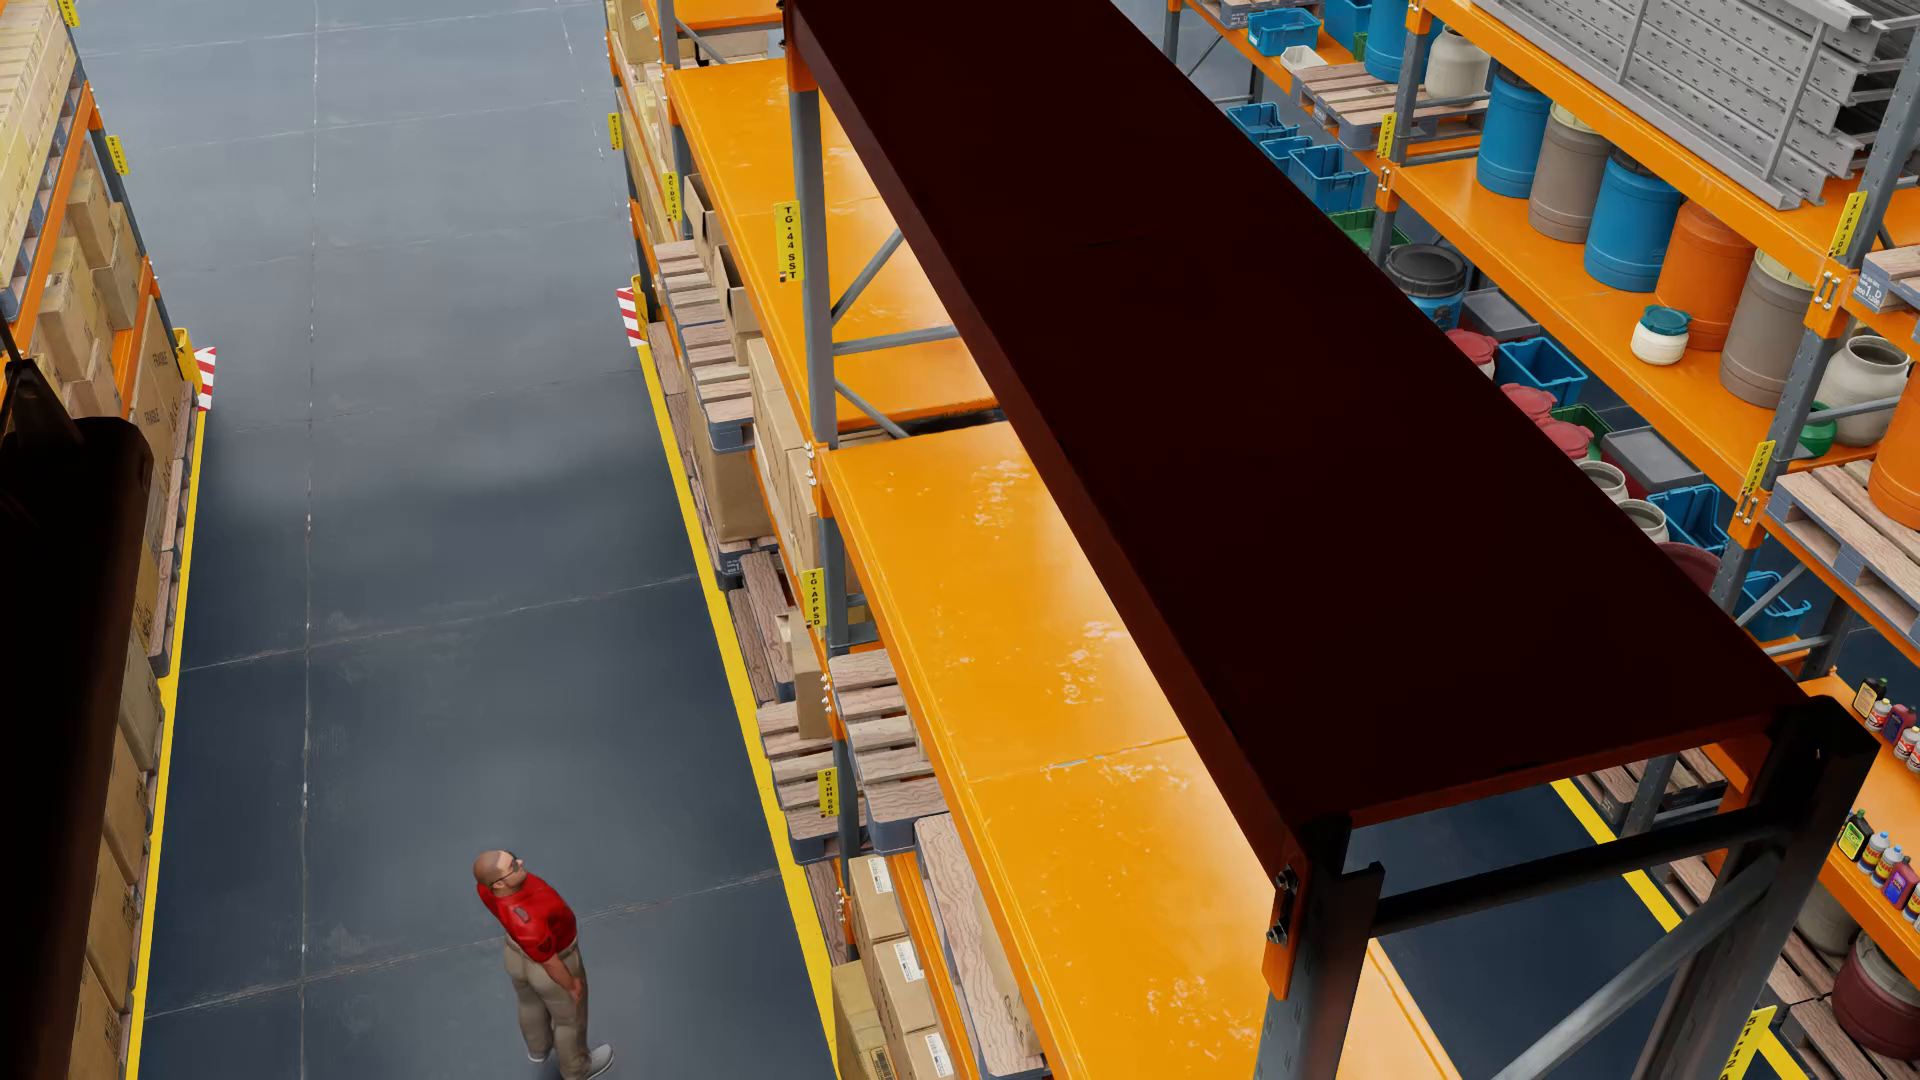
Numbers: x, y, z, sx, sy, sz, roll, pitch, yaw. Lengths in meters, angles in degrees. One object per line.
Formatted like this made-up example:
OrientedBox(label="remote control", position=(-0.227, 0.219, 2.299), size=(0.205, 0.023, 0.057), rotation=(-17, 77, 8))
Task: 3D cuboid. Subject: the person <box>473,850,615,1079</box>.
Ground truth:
OrientedBox(label="person", position=(-2.120, 2.141, 8.473), size=(0.550, 1.749, 0.439), rotation=(21, 43, 25))
